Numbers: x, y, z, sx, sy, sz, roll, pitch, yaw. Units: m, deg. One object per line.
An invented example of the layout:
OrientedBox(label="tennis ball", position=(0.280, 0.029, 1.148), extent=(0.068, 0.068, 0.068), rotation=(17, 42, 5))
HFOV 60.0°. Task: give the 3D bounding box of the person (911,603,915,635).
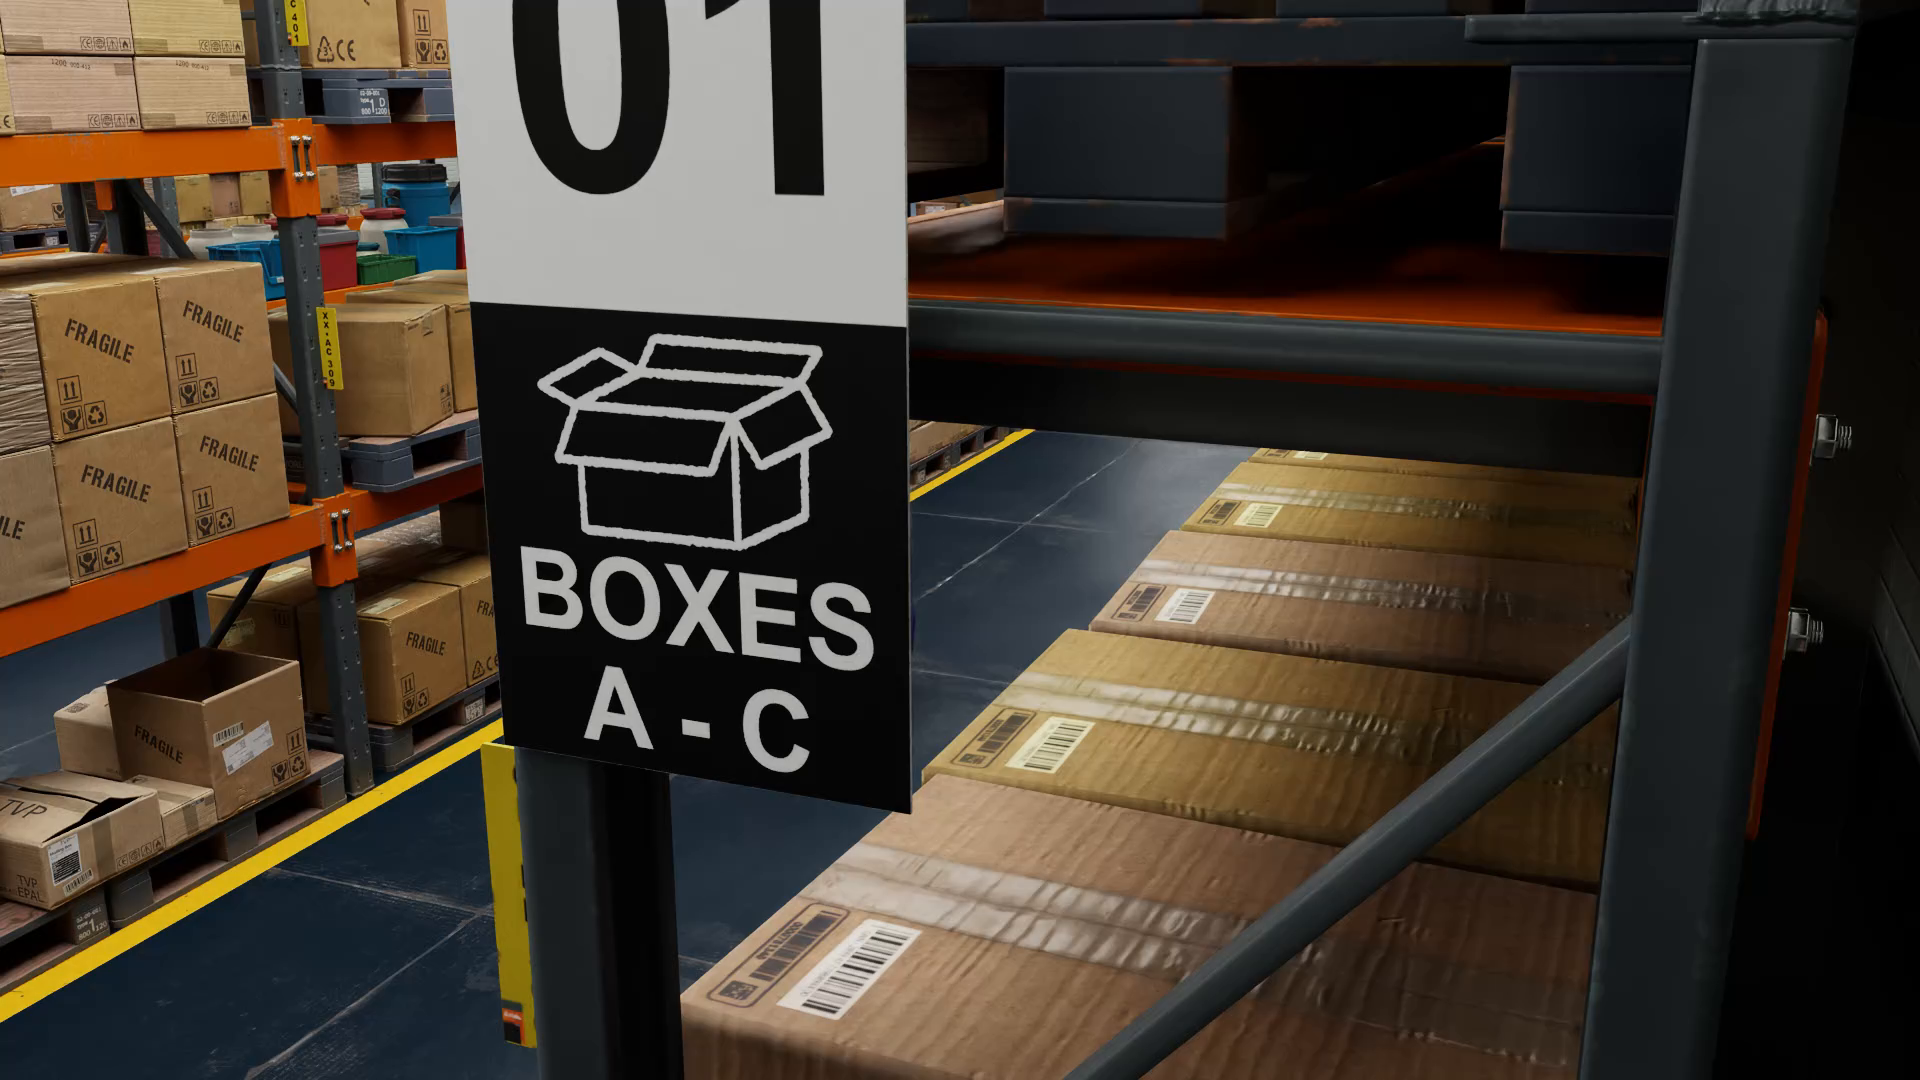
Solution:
OrientedBox(label="person", position=(-0.514, 0.550, 7.822), extent=(0.495, 0.745, 0.892), rotation=(6, 16, 19))
